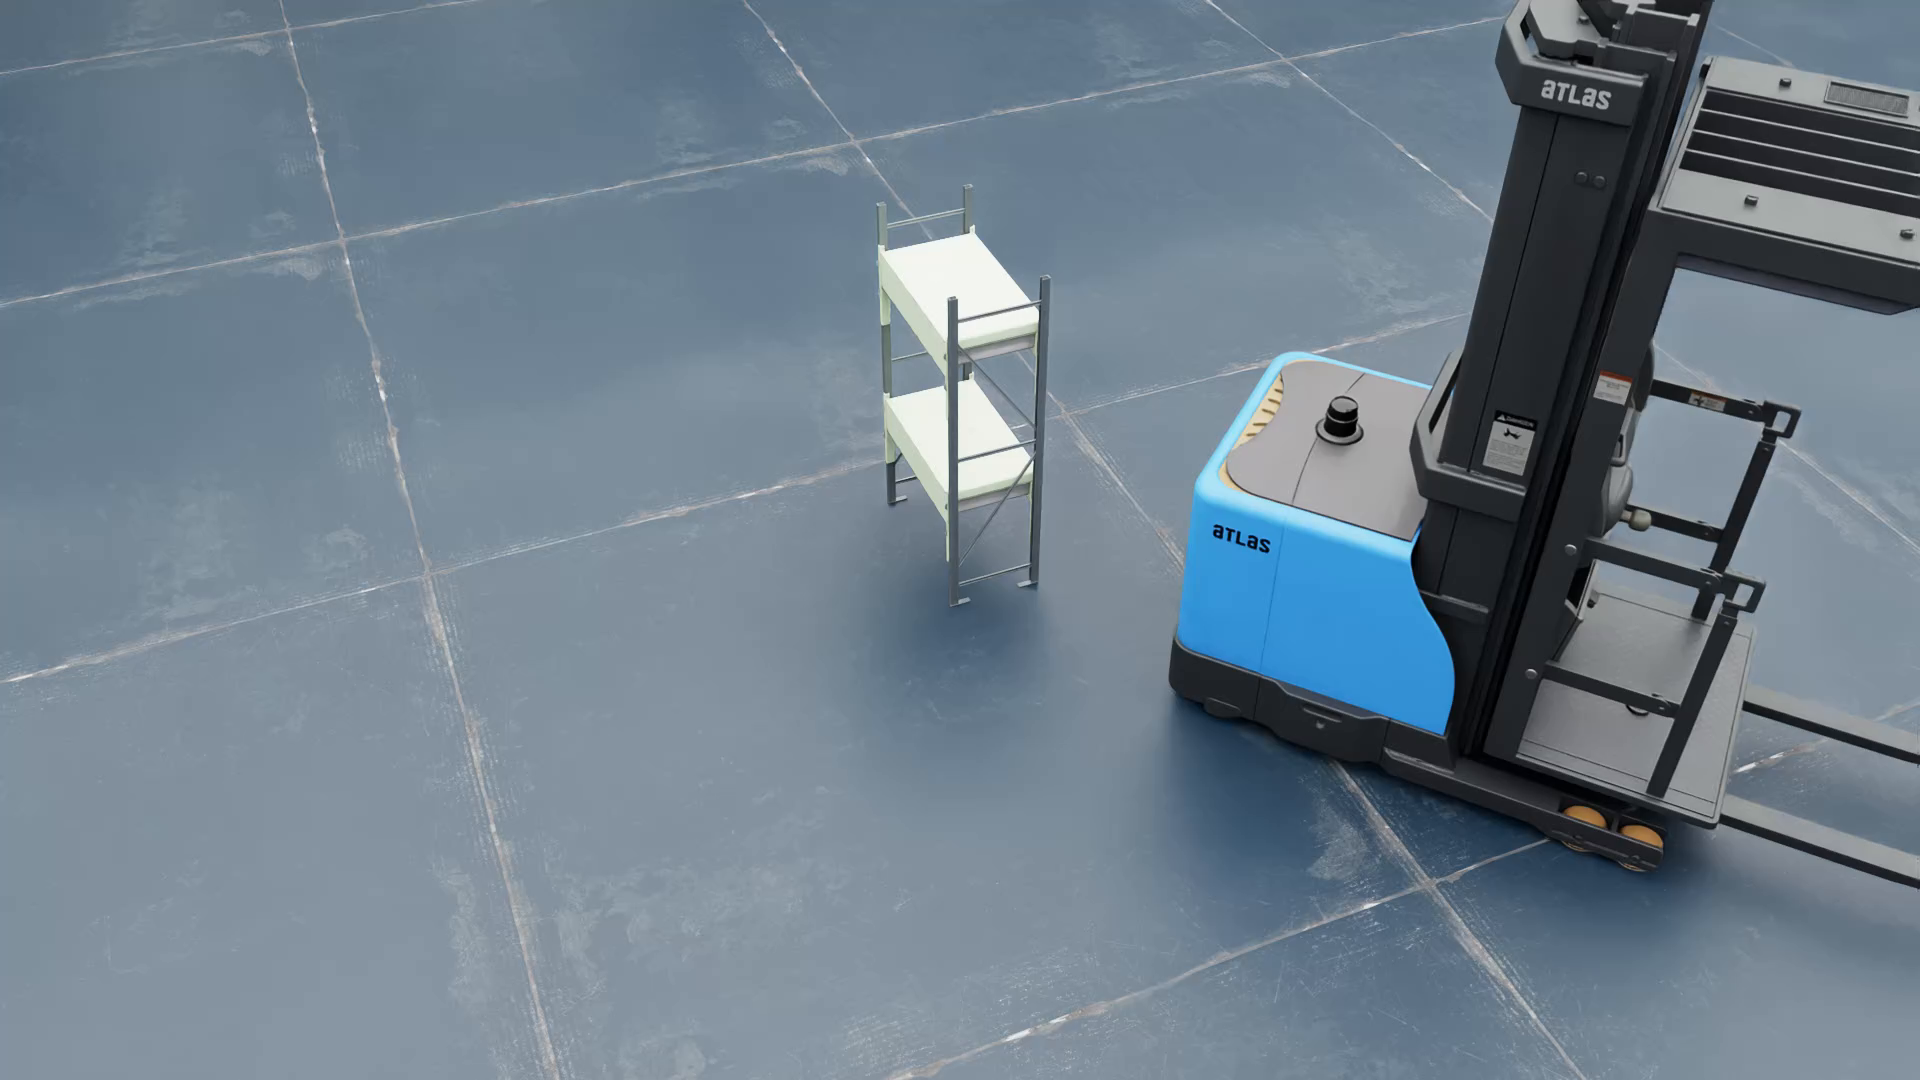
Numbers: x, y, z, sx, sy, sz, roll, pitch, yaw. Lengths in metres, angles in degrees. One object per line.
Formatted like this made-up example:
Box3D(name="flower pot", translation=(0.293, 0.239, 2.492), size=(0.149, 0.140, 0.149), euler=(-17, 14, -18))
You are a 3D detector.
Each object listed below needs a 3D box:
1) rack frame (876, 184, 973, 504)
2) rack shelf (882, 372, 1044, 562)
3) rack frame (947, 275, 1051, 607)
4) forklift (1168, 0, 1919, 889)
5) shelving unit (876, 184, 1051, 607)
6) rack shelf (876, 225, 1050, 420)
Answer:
Box3D(name="rack frame", translation=(-0.137, -0.785, 7.013), size=(0.400, 1.500, 0.023), euler=(-15, 43, -17))
Box3D(name="rack shelf", translation=(0.003, -0.317, 6.969), size=(0.431, 0.370, 0.720), euler=(-15, 43, -17))
Box3D(name="rack frame", translation=(0.143, -0.344, 6.500), size=(0.400, 1.500, 0.023), euler=(-15, 43, -17))
Box3D(name="forklift", translation=(2.367, -0.338, 5.395), size=(3.031, 2.935, 1.130), euler=(18, 44, 20))
Box3D(name="shelving unit", translation=(0.003, -0.565, 6.756), size=(0.431, 1.500, 0.755), euler=(-15, 43, -17))
Box3D(name="rack shelf", translation=(0.003, -0.861, 6.502), size=(0.431, 0.370, 0.720), euler=(-15, 43, -17))
